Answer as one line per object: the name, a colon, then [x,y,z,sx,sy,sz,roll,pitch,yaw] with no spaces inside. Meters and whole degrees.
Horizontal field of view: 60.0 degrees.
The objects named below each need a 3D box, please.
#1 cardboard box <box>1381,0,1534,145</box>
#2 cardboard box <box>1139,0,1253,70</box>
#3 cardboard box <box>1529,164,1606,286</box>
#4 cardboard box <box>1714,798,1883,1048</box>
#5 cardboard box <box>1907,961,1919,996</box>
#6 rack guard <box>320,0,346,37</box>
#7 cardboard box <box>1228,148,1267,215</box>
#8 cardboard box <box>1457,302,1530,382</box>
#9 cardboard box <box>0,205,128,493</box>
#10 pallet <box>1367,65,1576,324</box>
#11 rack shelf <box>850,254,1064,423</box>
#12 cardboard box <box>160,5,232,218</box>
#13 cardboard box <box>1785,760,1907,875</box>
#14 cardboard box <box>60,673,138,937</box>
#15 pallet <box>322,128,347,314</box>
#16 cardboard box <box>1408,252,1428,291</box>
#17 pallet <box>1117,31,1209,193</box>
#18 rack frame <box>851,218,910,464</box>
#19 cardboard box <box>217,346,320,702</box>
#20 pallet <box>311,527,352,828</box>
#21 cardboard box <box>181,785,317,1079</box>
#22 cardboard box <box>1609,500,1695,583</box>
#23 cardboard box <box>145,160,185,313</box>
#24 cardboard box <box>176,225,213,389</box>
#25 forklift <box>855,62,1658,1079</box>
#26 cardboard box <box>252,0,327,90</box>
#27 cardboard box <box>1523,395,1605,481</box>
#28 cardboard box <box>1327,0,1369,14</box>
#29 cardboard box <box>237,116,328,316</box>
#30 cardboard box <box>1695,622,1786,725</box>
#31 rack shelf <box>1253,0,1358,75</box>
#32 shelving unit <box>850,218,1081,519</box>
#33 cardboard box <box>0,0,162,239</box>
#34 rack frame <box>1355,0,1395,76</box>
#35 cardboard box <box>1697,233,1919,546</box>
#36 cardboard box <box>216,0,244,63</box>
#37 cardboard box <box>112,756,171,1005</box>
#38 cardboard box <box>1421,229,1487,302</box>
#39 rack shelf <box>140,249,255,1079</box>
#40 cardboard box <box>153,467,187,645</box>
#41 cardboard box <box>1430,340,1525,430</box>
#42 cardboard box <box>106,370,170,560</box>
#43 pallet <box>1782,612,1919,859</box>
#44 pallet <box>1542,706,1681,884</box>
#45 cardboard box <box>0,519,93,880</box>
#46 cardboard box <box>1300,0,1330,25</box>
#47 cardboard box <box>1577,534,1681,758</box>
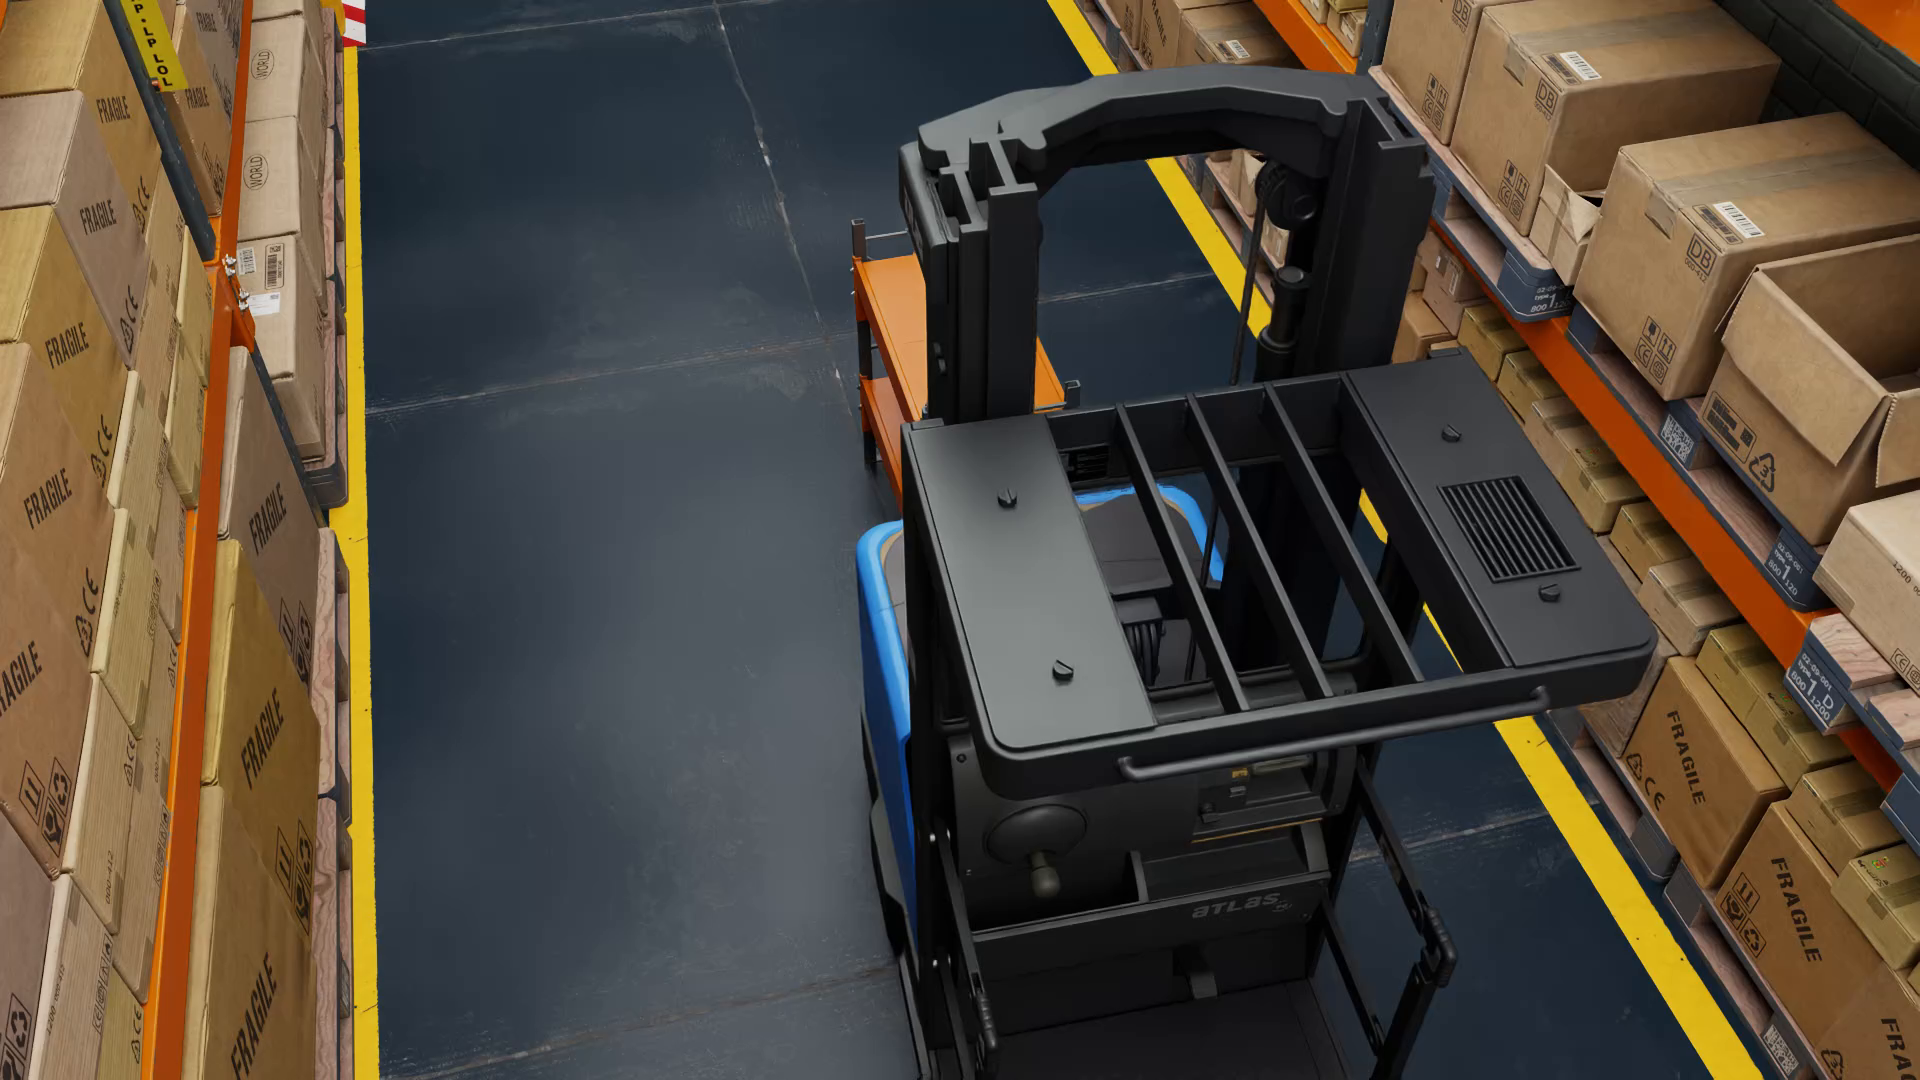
cardboard box: [1.844,-1.681,5.433,0.700,0.500,0.500,-10,46,-9]
cardboard box: [1.198,-2.487,8.044,0.500,0.500,0.500,-10,46,-10]
cardboard box: [1.922,-0.944,4.875,0.396,0.266,0.258,-9,46,-8]
cardboard box: [2.527,1.016,4.611,0.500,0.500,0.500,-11,47,-11]
cardboard box: [2.590,1.094,4.080,0.380,0.149,0.250,-13,47,-12]
rack guard: [-3.891,-2.867,8.710,1.175,0.500,0.348,-11,47,-10]
cardboard box: [1.419,-1.641,7.379,0.396,0.266,0.258,-9,46,-9]
cardboard box: [1.994,-0.724,5.862,0.380,0.149,0.250,-13,47,-12]
cardboard box: [-2.253,-0.377,3.749,0.500,0.500,0.500,-9,46,-9]
pallet: [2.036,-1.235,5.495,1.003,0.211,1.213,-11,47,-10]
rack shelf: [-0.002,-0.603,5.644,0.538,0.278,1.000,-11,47,-10]
cardboard box: [-2.728,-1.371,5.423,0.500,0.500,0.500,-9,46,-9]
cardboard box: [2.465,0.721,4.445,0.380,0.149,0.250,-12,47,-12]
cardboard box: [-1.974,0.577,3.339,0.500,0.250,0.500,-11,47,-10]
pallet: [-3.295,-1.371,7.446,1.003,0.211,1.213,-11,47,-10]
cardboard box: [1.771,-1.077,6.207,0.380,0.149,0.250,-9,46,-8]
pallet: [1.446,-2.216,8.274,1.003,0.211,1.213,-11,47,-10]
rack frame: [-0.132,-0.749,6.197,0.500,1.125,0.032,-11,47,-10]
cardboard box: [-2.624,0.046,5.298,0.875,0.875,0.875,-9,46,-9]
pallet: [-2.590,0.531,5.582,1.003,0.211,1.213,-11,47,-10]
cardboard box: [-2.157,1.286,4.083,0.875,0.875,0.875,-10,46,-10]
cardboard box: [2.264,-0.006,5.157,0.380,0.149,0.250,-11,47,-10]
cardboard box: [-2.513,-0.826,4.715,0.500,0.250,0.500,-11,47,-10]
cardboard box: [-2.502,-0.648,4.889,0.500,0.250,0.500,-12,47,-11]
forklift: [0.485,0.646,3.565,1.130,2.935,3.031,-8,46,-8]
cardboard box: [-3.619,-2.538,8.137,0.875,0.438,0.875,-12,47,-12]
cardboard box: [2.105,-0.358,5.503,0.380,0.149,0.250,-11,47,-10]
cardboard box: [1.571,-2.232,6.234,0.500,0.250,0.500,-10,46,-9]
cardboard box: [-3.147,-1.285,6.909,0.875,0.438,0.875,-12,47,-11]
cardboard box: [2.377,0.359,4.800,0.380,0.149,0.250,-11,47,-11]
rack shelf: [1.425,-3.003,7.596,1.077,0.370,4.000,-11,47,-10]
shelving unit: [-0.002,-0.398,5.853,0.538,1.125,1.048,-11,47,-10]
cardboard box: [-2.503,-1.086,4.444,0.500,0.500,0.500,-9,46,-9]
rack frame: [1.937,-1.874,5.986,1.000,3.000,0.127,-11,47,-10]
cardboard box: [2.364,-0.389,4.164,0.797,0.503,0.637,-12,47,-11]
cardboard box: [-2.973,-2.063,6.102,0.500,0.500,0.500,-10,47,-10]
cardboard box: [-1.996,0.752,3.518,0.500,0.250,0.500,-9,46,-9]
cardboard box: [1.884,-1.010,5.933,0.380,0.149,0.250,-13,47,-12]
rack shelf: [-2.348,0.669,3.998,1.077,0.370,4.000,-11,47,-10]
cardboard box: [-2.262,0.056,4.200,0.500,0.250,0.500,-12,47,-11]
cardboard box: [1.989,-0.405,6.003,0.500,0.500,0.500,-11,47,-11]
cardboard box: [-2.239,-0.126,4.028,0.500,0.250,0.500,-10,46,-9]
pallet: [2.719,0.500,3.794,1.213,0.211,1.003,-11,47,-10]
pallet: [2.497,0.501,5.612,1.003,0.211,1.213,-11,47,-10]
cardboard box: [-1.980,0.327,3.059,0.500,0.500,0.500,-9,46,-9]
cardboard box: [1.523,-2.136,6.419,0.380,0.149,0.250,-10,46,-9]
cardboard box: [2.239,0.300,5.312,0.500,0.500,0.500,-12,47,-12]
